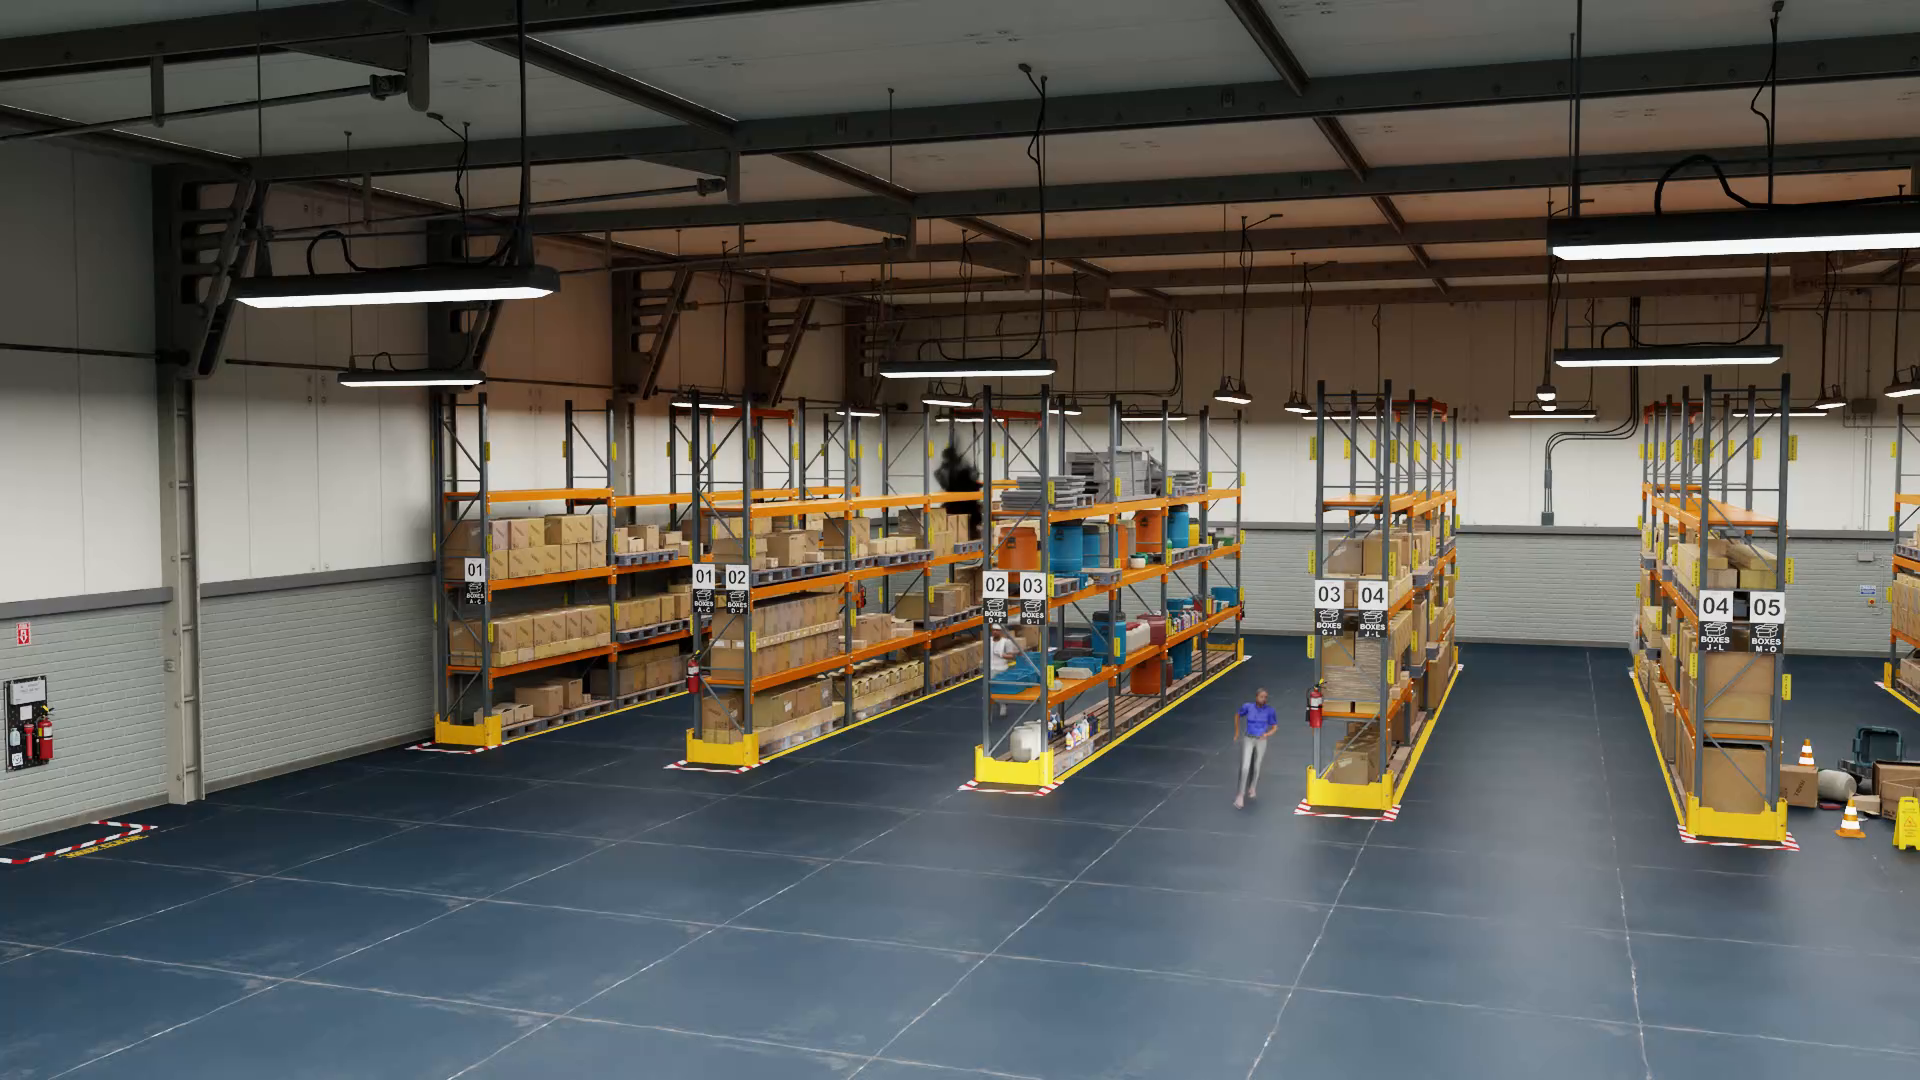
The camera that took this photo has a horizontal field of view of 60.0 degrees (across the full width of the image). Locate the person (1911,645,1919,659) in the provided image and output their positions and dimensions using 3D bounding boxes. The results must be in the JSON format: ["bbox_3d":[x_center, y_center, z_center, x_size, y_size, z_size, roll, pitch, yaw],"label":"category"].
[{"bbox_3d":[21.021,2.172,36.239,0.766,1.723,1.098,-2,4,-32],"label":"person"}]

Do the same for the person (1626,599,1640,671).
[{"bbox_3d":[15.579,2.126,37.855,0.637,1.731,0.716,0,3,2],"label":"person"}]

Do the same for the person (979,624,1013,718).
[{"bbox_3d":[0.666,2.449,30.905,0.672,1.826,0.797,1,3,13],"label":"person"}]

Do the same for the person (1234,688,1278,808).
[{"bbox_3d":[4.199,2.919,23.681,0.618,1.670,0.807,0,3,4],"label":"person"}]
